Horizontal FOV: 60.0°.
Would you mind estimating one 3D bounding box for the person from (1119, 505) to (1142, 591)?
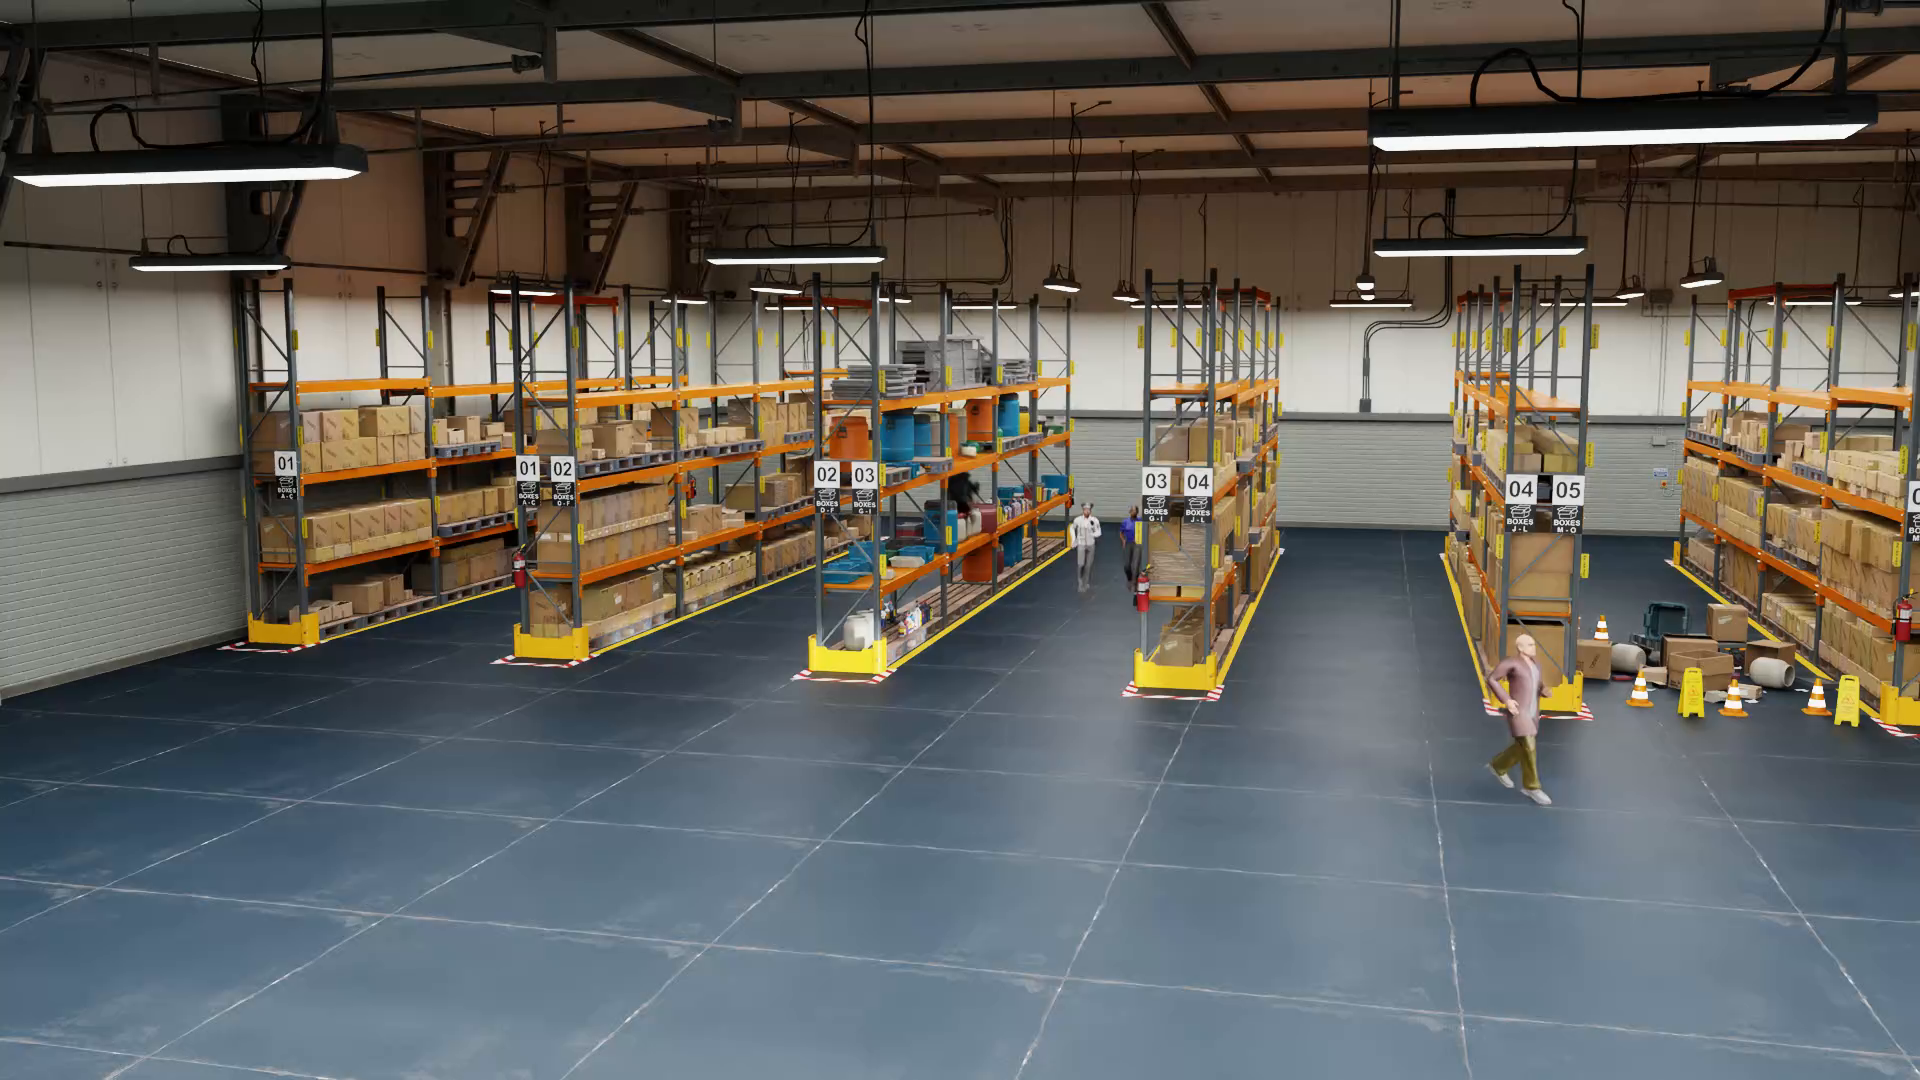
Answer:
[{"bbox_3d":[3.267,0.159,31.346,0.572,1.622,0.536,1,7,11],"label":"person"}]

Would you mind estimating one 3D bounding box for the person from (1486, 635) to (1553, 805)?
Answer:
[{"bbox_3d":[6.156,1.926,18.313,0.707,1.804,0.764,-5,9,-36],"label":"person"}]

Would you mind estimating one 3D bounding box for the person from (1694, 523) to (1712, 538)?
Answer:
[{"bbox_3d":[17.217,-0.409,38.229,0.643,1.690,0.748,4,8,27],"label":"person"}]

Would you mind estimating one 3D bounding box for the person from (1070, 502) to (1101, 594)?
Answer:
[{"bbox_3d":[2.359,0.146,31.236,0.582,1.740,0.656,0,7,1],"label":"person"}]
